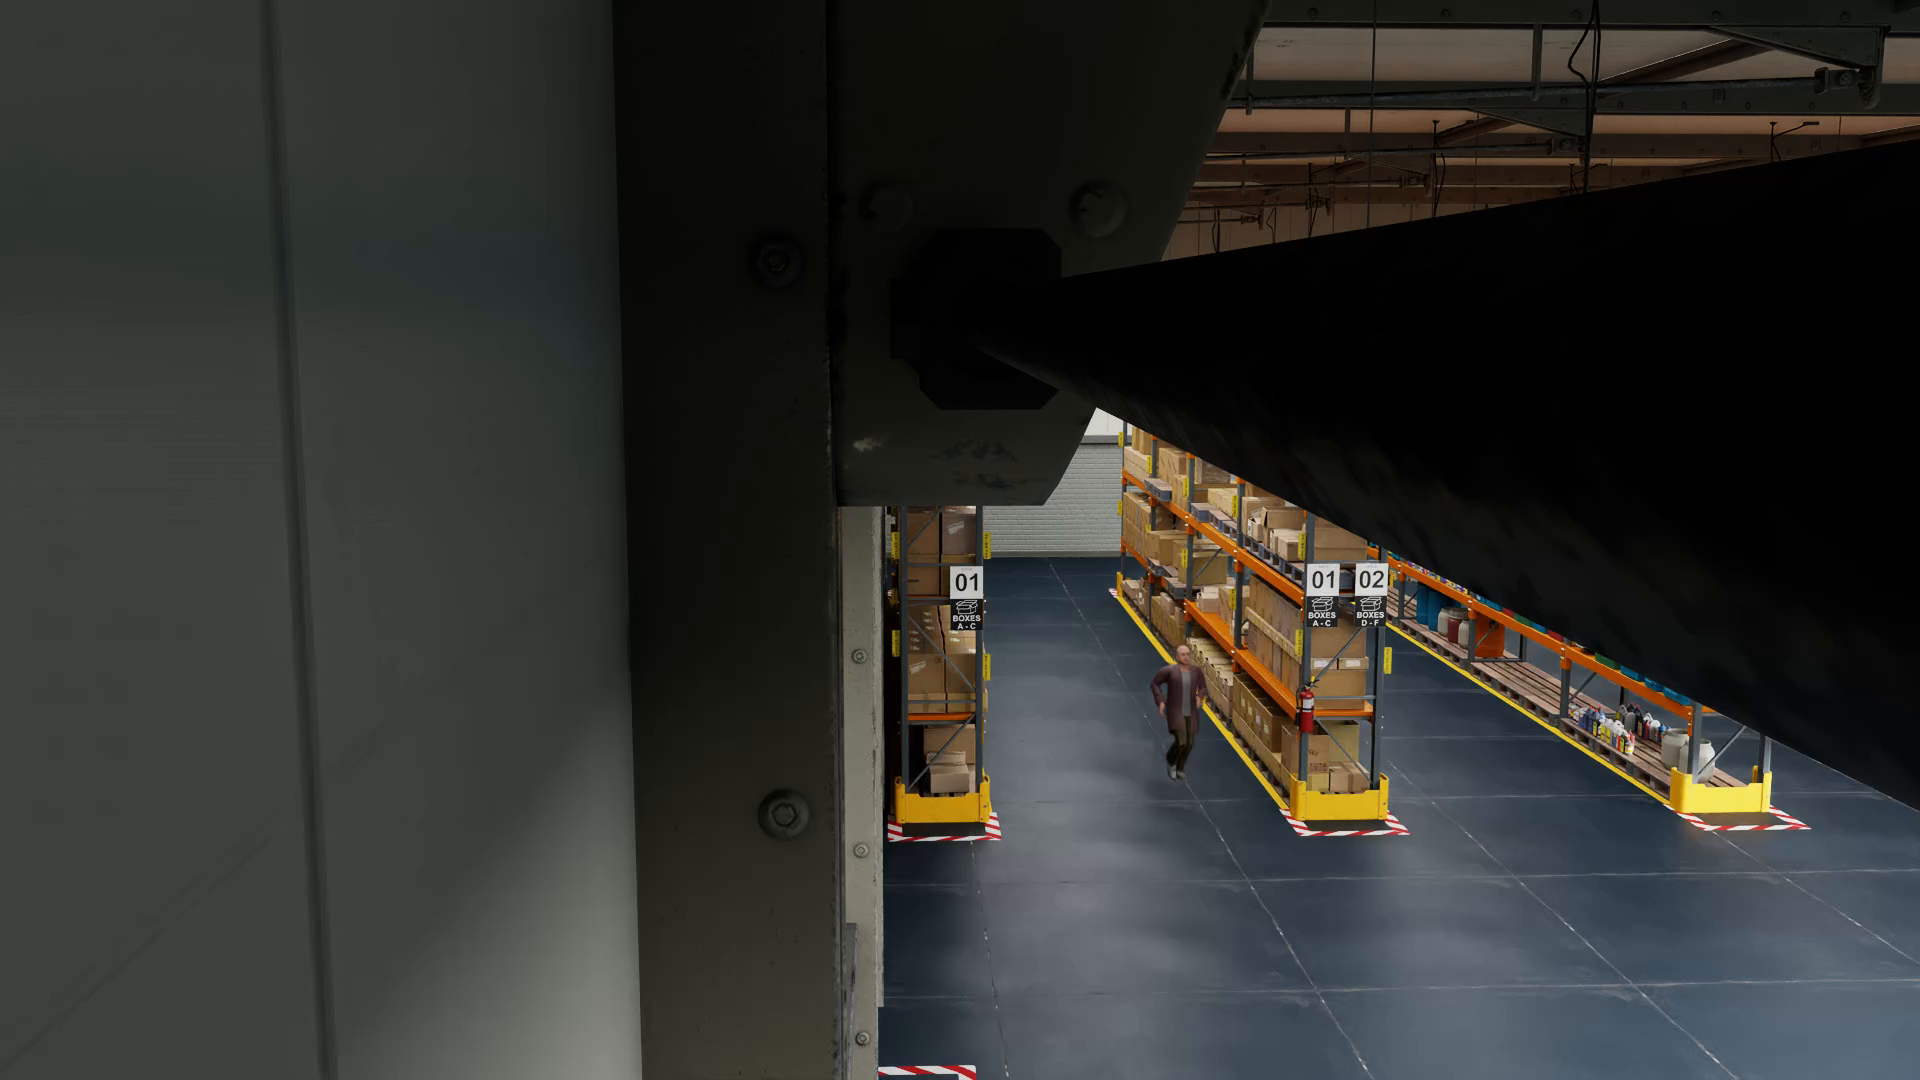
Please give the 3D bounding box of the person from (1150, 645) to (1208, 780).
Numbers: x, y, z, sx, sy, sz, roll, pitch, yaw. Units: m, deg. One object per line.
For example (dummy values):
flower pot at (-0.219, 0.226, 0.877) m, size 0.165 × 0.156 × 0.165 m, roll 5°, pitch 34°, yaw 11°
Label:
person at (2.843, 2.225, 21.186) m, size 0.703 × 1.757 × 0.625 m, roll -2°, pitch 8°, yaw -15°

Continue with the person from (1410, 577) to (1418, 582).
person at (10.652, 0.159, 38.091) m, size 0.637 × 1.642 × 0.539 m, roll 0°, pitch 8°, yaw -2°
